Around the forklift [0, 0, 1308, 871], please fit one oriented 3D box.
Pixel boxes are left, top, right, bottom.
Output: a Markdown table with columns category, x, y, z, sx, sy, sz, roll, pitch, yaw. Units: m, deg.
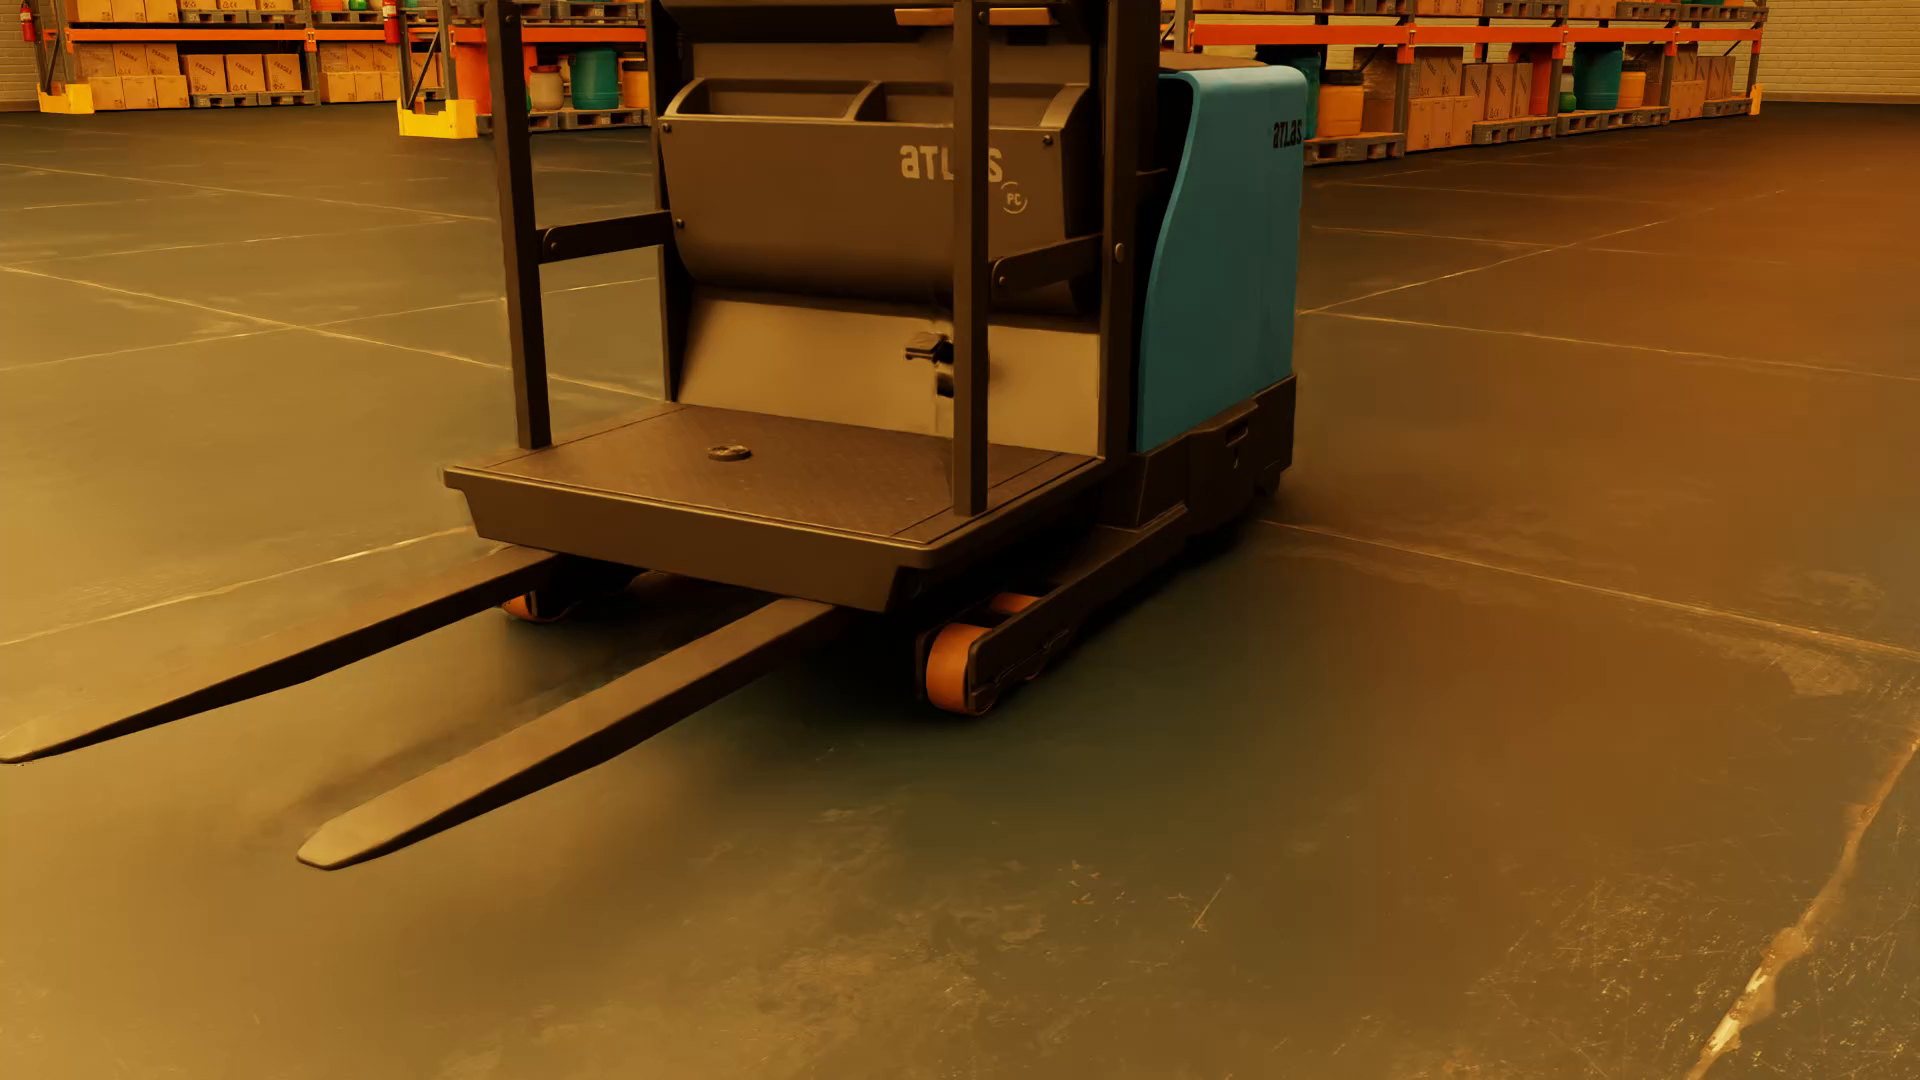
| category | x | y | z | sx | sy | sz | roll | pitch | yaw |
| --- | --- | --- | --- | --- | --- | --- | --- | --- | --- |
| forklift | -0.287 | -1.241 | 2.985 | 1.130 | 2.935 | 3.031 | 9 | 19 | 28 |
